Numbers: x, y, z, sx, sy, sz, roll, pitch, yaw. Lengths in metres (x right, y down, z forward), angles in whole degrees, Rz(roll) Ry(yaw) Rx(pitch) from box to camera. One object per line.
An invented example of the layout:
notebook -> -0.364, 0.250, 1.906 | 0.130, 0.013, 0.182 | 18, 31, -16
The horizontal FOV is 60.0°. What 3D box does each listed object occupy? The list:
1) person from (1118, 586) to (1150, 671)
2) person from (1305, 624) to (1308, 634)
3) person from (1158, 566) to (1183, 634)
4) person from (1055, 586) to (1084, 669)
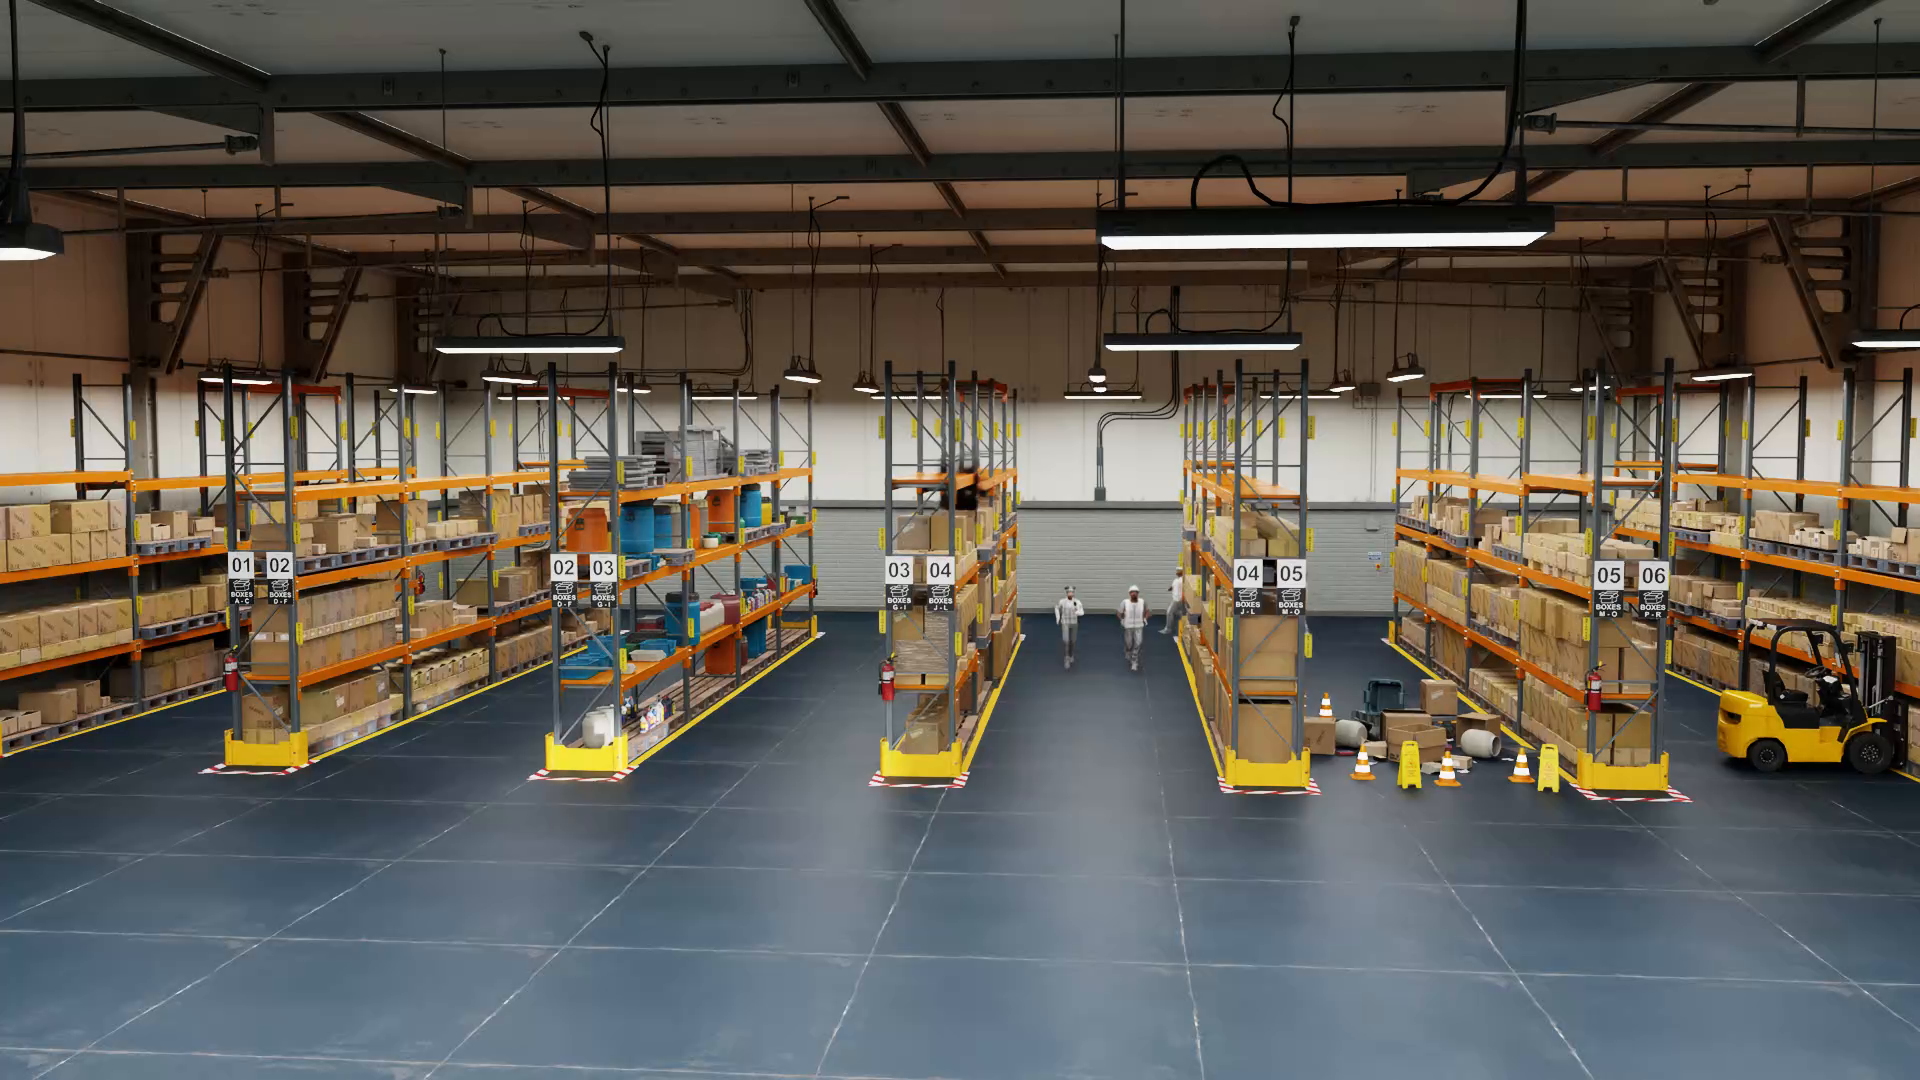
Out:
person -> 3.657, 1.836, 34.959 | 0.682, 1.753, 0.769 | 0, 4, 0
person -> 8.160, 1.550, 40.520 | 0.676, 1.609, 0.529 | 0, 4, 2
person -> 5.323, 1.453, 40.718 | 0.900, 1.724, 0.764 | 0, 4, 3
person -> 2.328, 1.827, 35.292 | 0.591, 1.728, 0.820 | 0, 4, -2
